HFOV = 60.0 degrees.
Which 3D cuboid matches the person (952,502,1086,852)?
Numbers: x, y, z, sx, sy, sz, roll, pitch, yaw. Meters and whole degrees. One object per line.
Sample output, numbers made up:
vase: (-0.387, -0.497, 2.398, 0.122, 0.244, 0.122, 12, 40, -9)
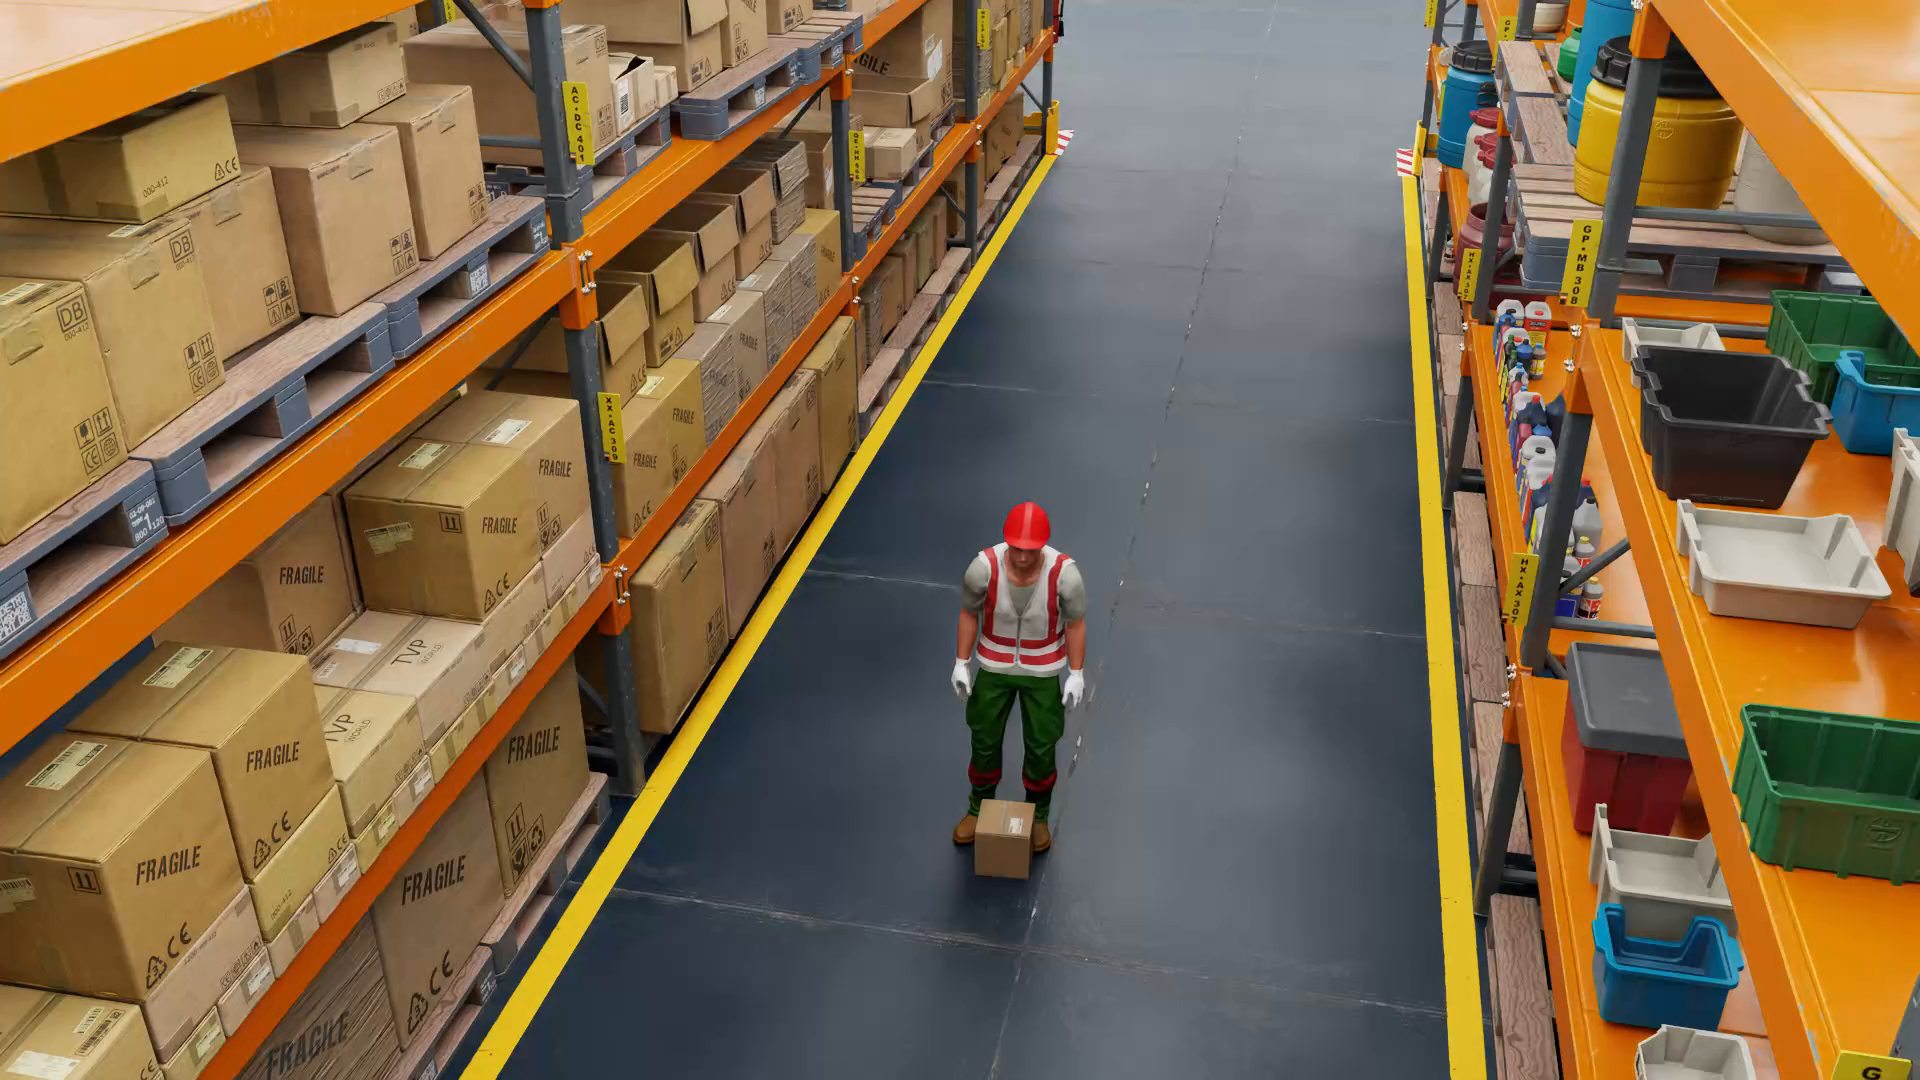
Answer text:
person: (0.265, 0.604, 7.497, 0.611, 1.778, 0.451, 4, 29, 8)
